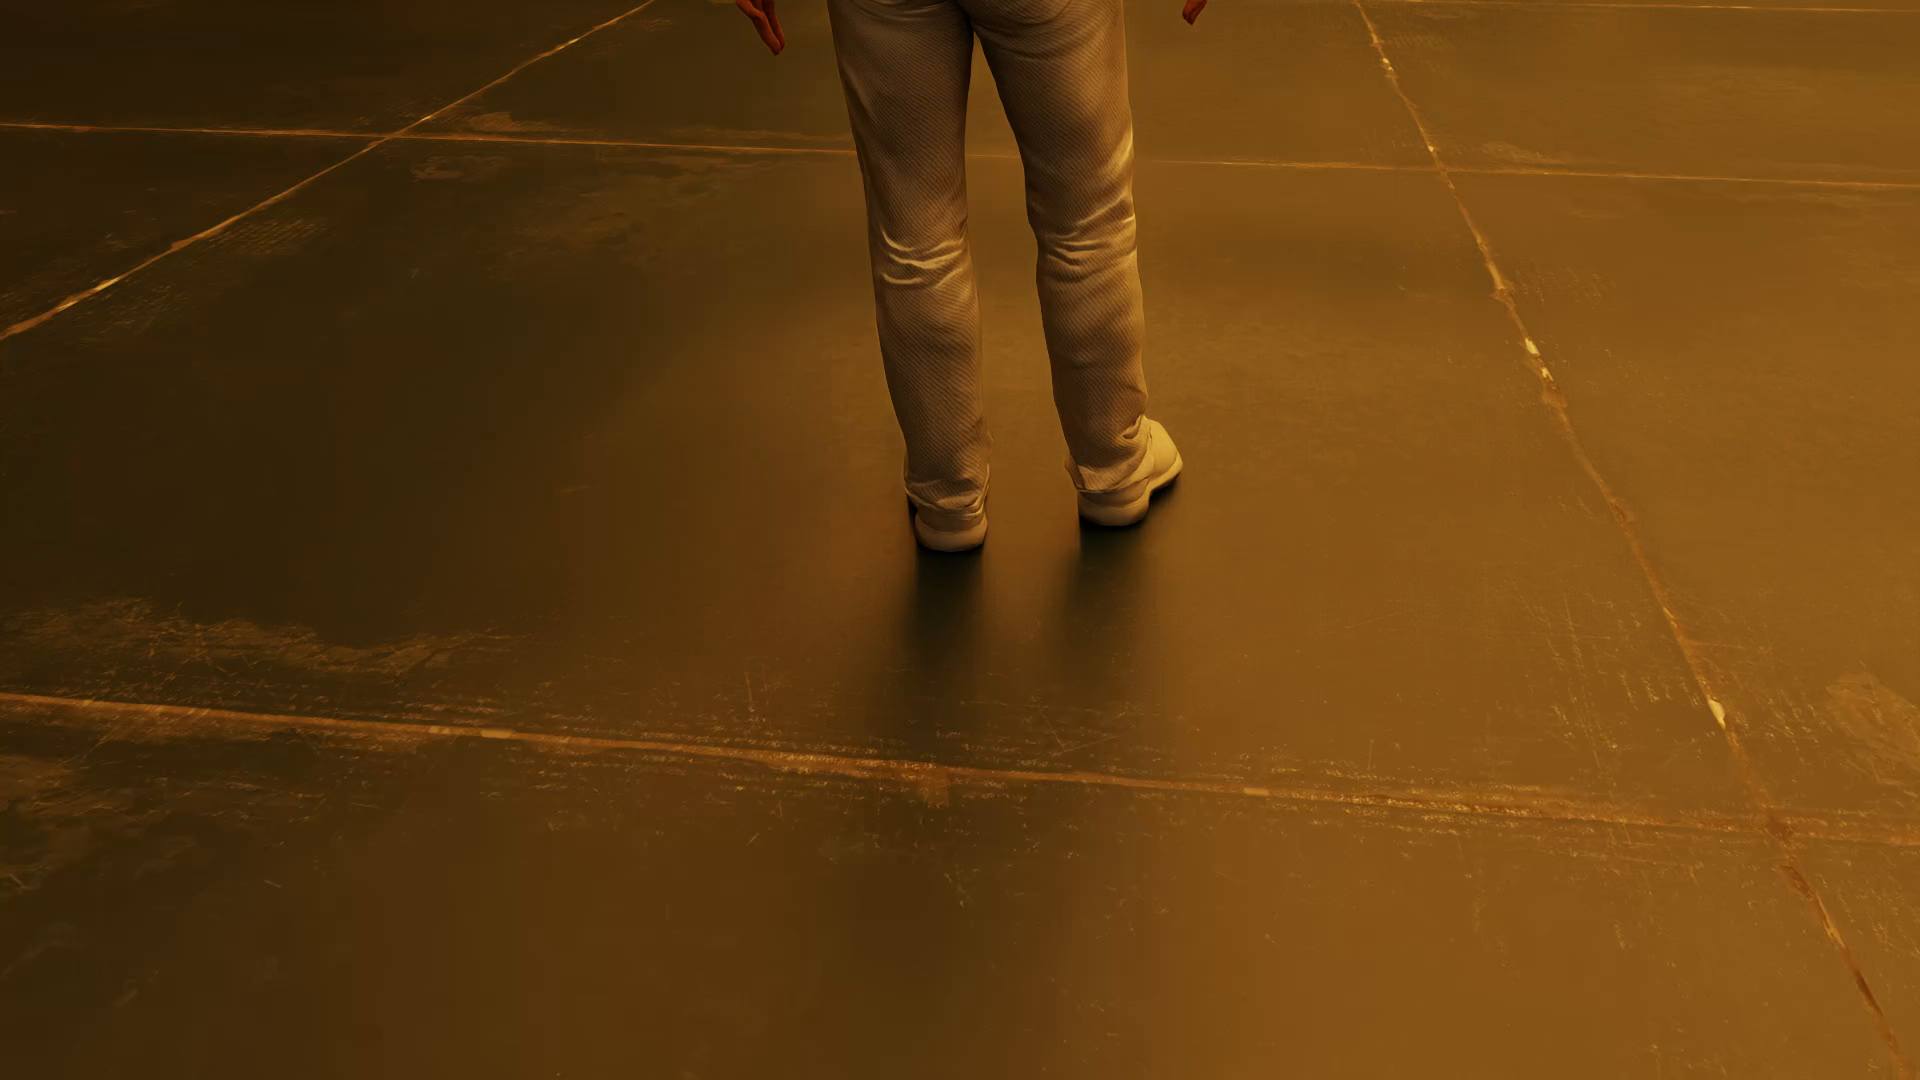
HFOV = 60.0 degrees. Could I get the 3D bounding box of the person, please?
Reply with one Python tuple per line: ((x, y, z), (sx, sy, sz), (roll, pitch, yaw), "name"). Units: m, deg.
((0.015, -0.827, 2.163), (0.665, 1.765, 0.577), (3, 27, 7), "person")
